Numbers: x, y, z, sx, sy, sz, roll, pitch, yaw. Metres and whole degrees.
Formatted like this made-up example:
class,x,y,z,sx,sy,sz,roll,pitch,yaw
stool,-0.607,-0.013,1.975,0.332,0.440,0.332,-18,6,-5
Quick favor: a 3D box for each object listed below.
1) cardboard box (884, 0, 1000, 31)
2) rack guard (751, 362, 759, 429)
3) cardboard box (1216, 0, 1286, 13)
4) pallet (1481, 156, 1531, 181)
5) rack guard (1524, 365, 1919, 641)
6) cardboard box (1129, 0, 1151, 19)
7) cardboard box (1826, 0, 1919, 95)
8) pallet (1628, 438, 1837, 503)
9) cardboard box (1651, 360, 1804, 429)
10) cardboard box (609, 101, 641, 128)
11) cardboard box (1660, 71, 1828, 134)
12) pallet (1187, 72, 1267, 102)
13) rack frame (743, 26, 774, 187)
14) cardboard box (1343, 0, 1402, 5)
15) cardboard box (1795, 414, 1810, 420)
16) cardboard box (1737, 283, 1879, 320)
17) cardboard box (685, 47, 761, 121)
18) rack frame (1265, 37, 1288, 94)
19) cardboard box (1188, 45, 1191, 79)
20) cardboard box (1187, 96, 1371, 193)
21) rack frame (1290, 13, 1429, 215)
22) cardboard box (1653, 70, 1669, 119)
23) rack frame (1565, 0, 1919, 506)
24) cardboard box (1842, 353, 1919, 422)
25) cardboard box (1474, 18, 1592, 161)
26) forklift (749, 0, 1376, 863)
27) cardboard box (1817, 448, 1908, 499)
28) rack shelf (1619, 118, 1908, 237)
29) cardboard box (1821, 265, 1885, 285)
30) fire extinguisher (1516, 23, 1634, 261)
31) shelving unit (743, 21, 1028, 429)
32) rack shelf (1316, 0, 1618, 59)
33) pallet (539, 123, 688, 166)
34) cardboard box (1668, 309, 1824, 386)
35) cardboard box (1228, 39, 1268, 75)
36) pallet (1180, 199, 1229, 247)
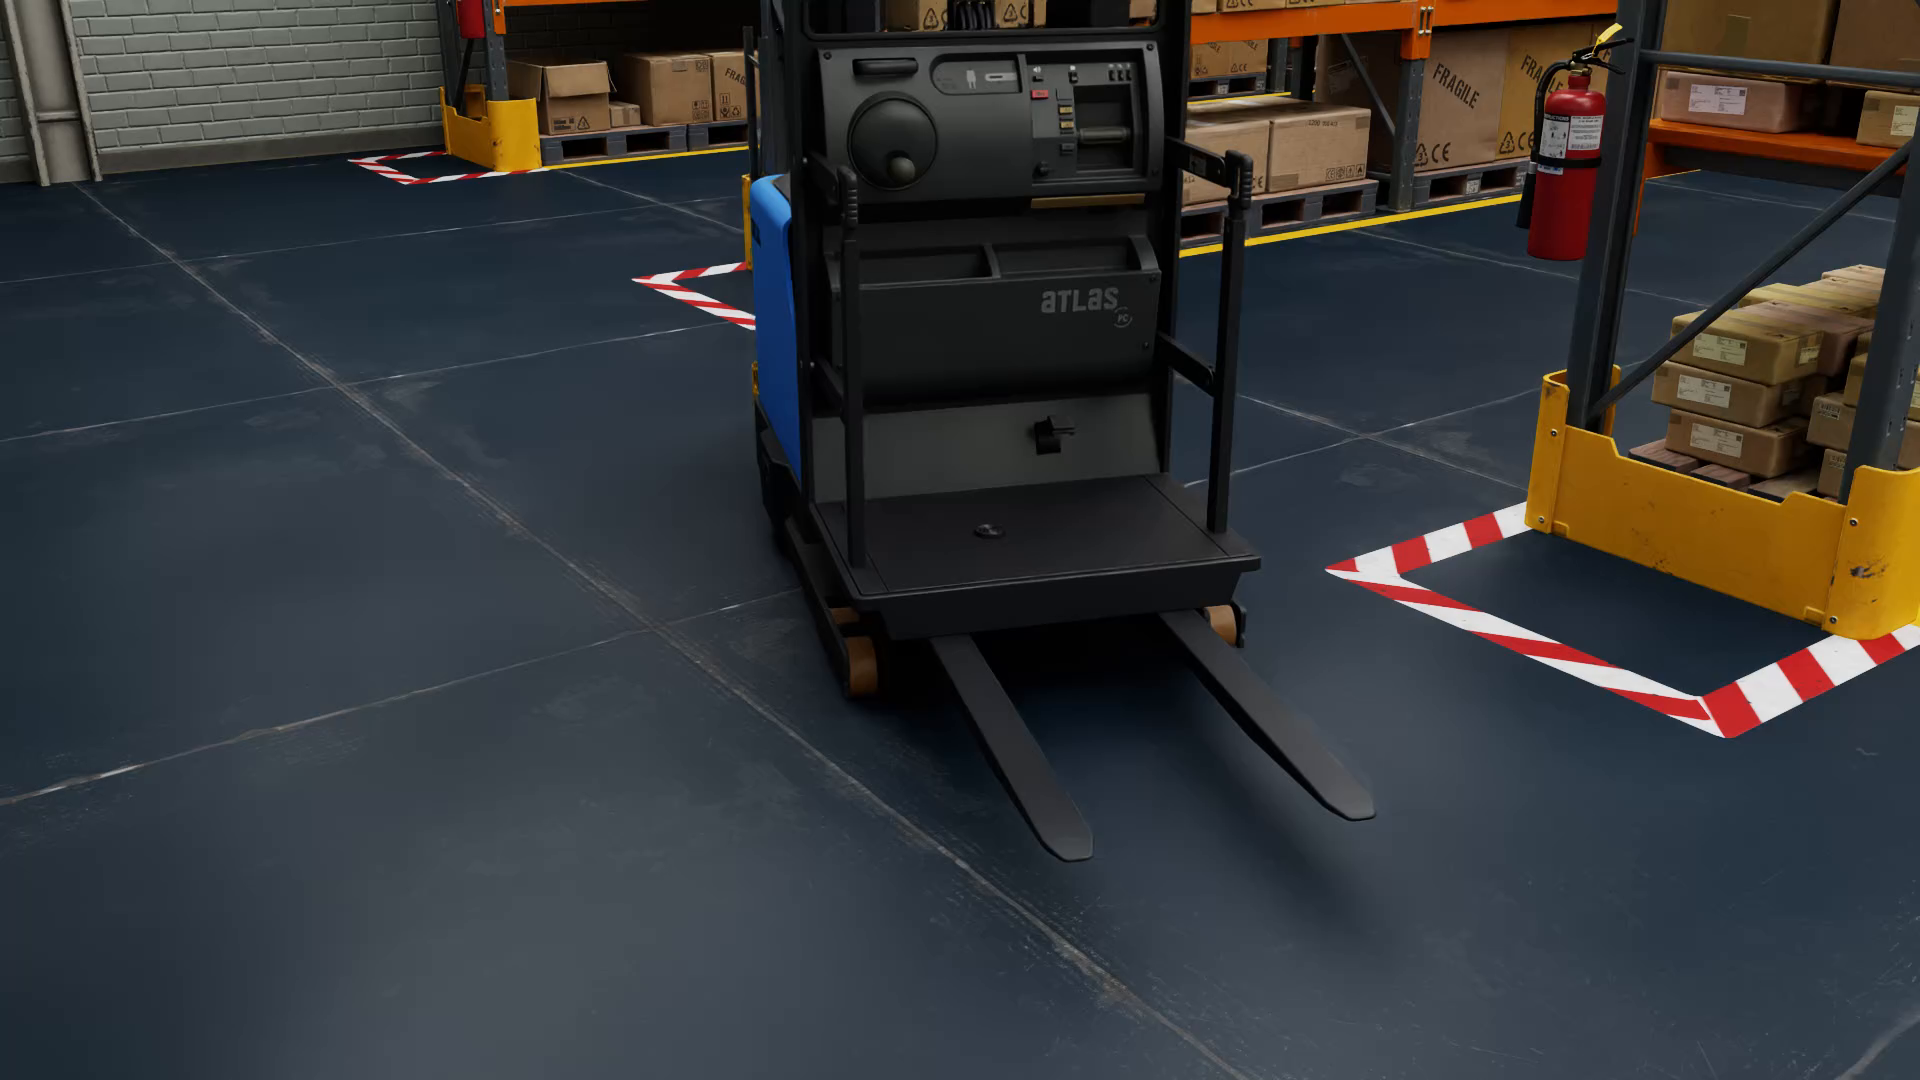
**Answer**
class,x,y,z,sx,sy,sz,roll,pitch,yaw
cardboard box,-0.145,-2.827,8.299,0.500,0.500,0.500,-15,26,-33
rack guard,-0.704,-0.472,6.239,0.087,0.250,0.587,-5,22,-12
cardboard box,1.504,-3.272,9.414,0.500,0.500,0.500,-15,26,-34
pallet,4.119,-2.789,12.101,1.213,0.211,1.003,-15,26,-33
rack guard,2.333,-0.151,5.101,0.348,0.500,1.175,-15,26,-33
cardboard box,0.673,-3.050,8.857,0.500,0.500,0.500,-15,26,-33
cardboard box,2.797,-1.494,4.558,0.500,0.500,0.500,-14,25,-30
pallet,3.013,-0.182,5.569,1.213,0.211,1.003,-15,26,-33
cardboard box,2.533,-0.505,5.493,0.250,0.149,0.380,-16,27,-34
cardboard box,-2.684,-3.311,12.926,0.250,0.149,0.380,-16,27,-35
cardboard box,2.371,-1.335,5.033,0.250,0.149,0.380,-15,26,-33
pallet,2.262,-4.542,16.494,1.213,0.211,1.003,-15,26,-33
rack frame,-0.706,-1.054,6.010,0.032,1.500,0.500,-5,22,-12
cardboard box,2.318,-3.498,9.981,0.500,0.500,0.500,-15,26,-32
cardboard box,2.726,-0.430,5.706,0.250,0.149,0.380,-14,26,-31
cardboard box,2.926,-0.765,5.744,0.250,0.149,0.380,-16,27,-34
cardboard box,-1.848,-3.651,13.305,0.500,0.500,0.500,-14,26,-32
rack frame,2.890,-5.987,16.353,0.127,3.000,1.000,-15,26,-33
cardboard box,1.837,-4.646,15.798,0.500,0.500,0.500,-14,25,-31
cardboard box,1.973,-2.530,10.581,0.875,0.438,0.875,-15,26,-34
rack frame,2.545,-3.629,10.443,0.127,3.000,1.000,-15,26,-33
cardboard box,5.183,-3.578,12.617,0.875,0.875,0.875,-15,26,-33
rack frame,2.271,-1.296,4.596,0.127,3.000,1.000,-15,26,-33
cardboard box,2.895,-0.454,4.965,0.250,0.149,0.380,-16,27,-35
cardboard box,3.730,-3.193,11.652,0.875,0.875,0.875,-14,26,-31
forklift,0.147,-1.105,4.210,1.130,2.935,3.031,-5,22,-13
cardboard box,2.883,-0.184,5.090,0.250,0.149,0.380,-14,26,-32
rack shelf,3.895,-1.395,5.815,4.000,0.370,1.077,-15,26,-33
cardboard box,3.359,-0.877,6.025,0.250,0.149,0.380,-14,26,-31
fire extinguisher,1.797,-1.171,4.891,0.183,0.674,0.296,-15,26,-33
shelving unit,-0.220,-1.096,6.115,1.083,1.500,0.587,-5,22,-12
rack shelf,4.169,-3.728,11.662,4.000,0.370,1.077,-15,26,-33
pallet,-2.896,-3.150,13.005,1.213,0.211,1.003,-15,26,-33
cardboard box,2.553,-0.634,5.415,0.250,0.149,0.380,-15,26,-32
cardboard box,2.672,-4.865,16.347,0.500,0.500,0.500,-14,26,-31
pallet,0.891,-1.927,9.941,1.213,0.211,1.003,-15,26,-33
